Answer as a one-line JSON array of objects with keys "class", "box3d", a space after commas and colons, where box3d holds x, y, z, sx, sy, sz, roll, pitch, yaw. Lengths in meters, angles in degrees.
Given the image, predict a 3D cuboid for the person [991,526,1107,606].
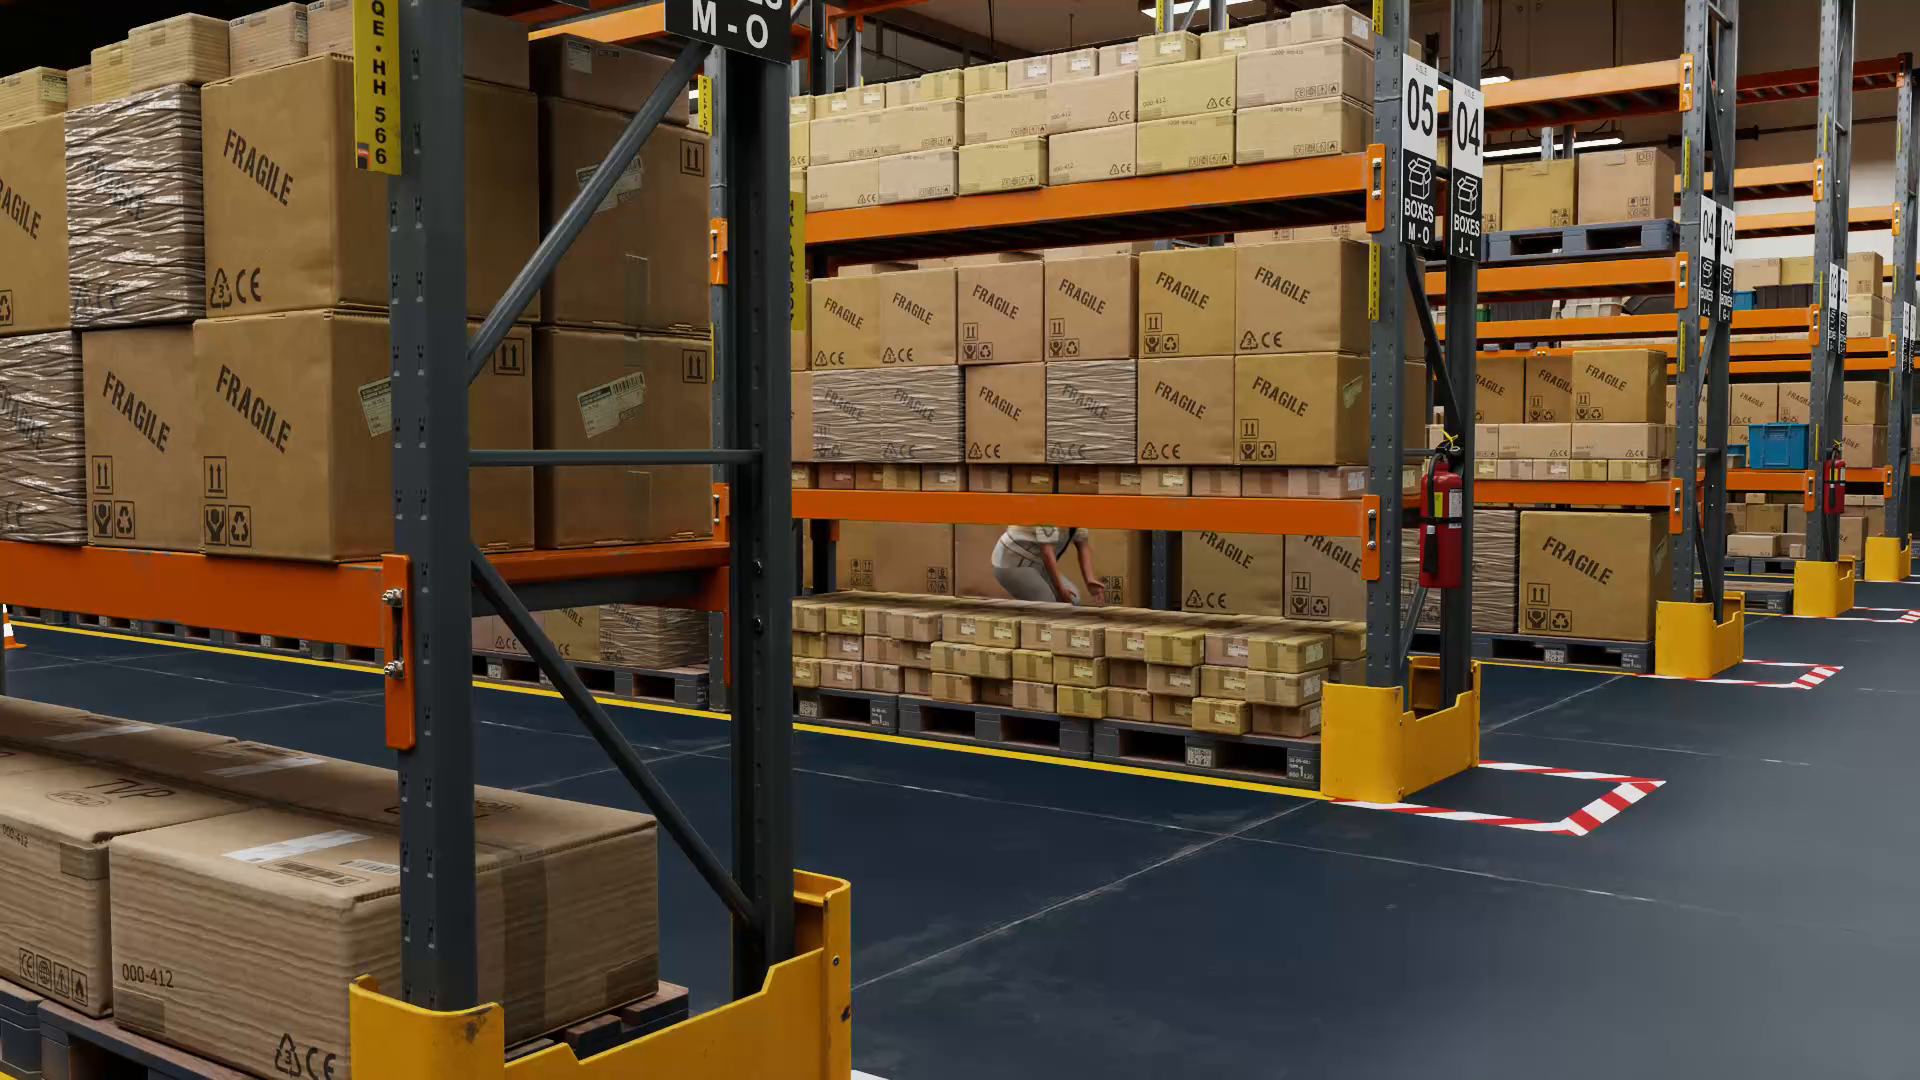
[{"class": "person", "box3d": [0.647, 0.213, 11.684, 0.841, 1.351, 0.589, 2, 4, 36]}]
